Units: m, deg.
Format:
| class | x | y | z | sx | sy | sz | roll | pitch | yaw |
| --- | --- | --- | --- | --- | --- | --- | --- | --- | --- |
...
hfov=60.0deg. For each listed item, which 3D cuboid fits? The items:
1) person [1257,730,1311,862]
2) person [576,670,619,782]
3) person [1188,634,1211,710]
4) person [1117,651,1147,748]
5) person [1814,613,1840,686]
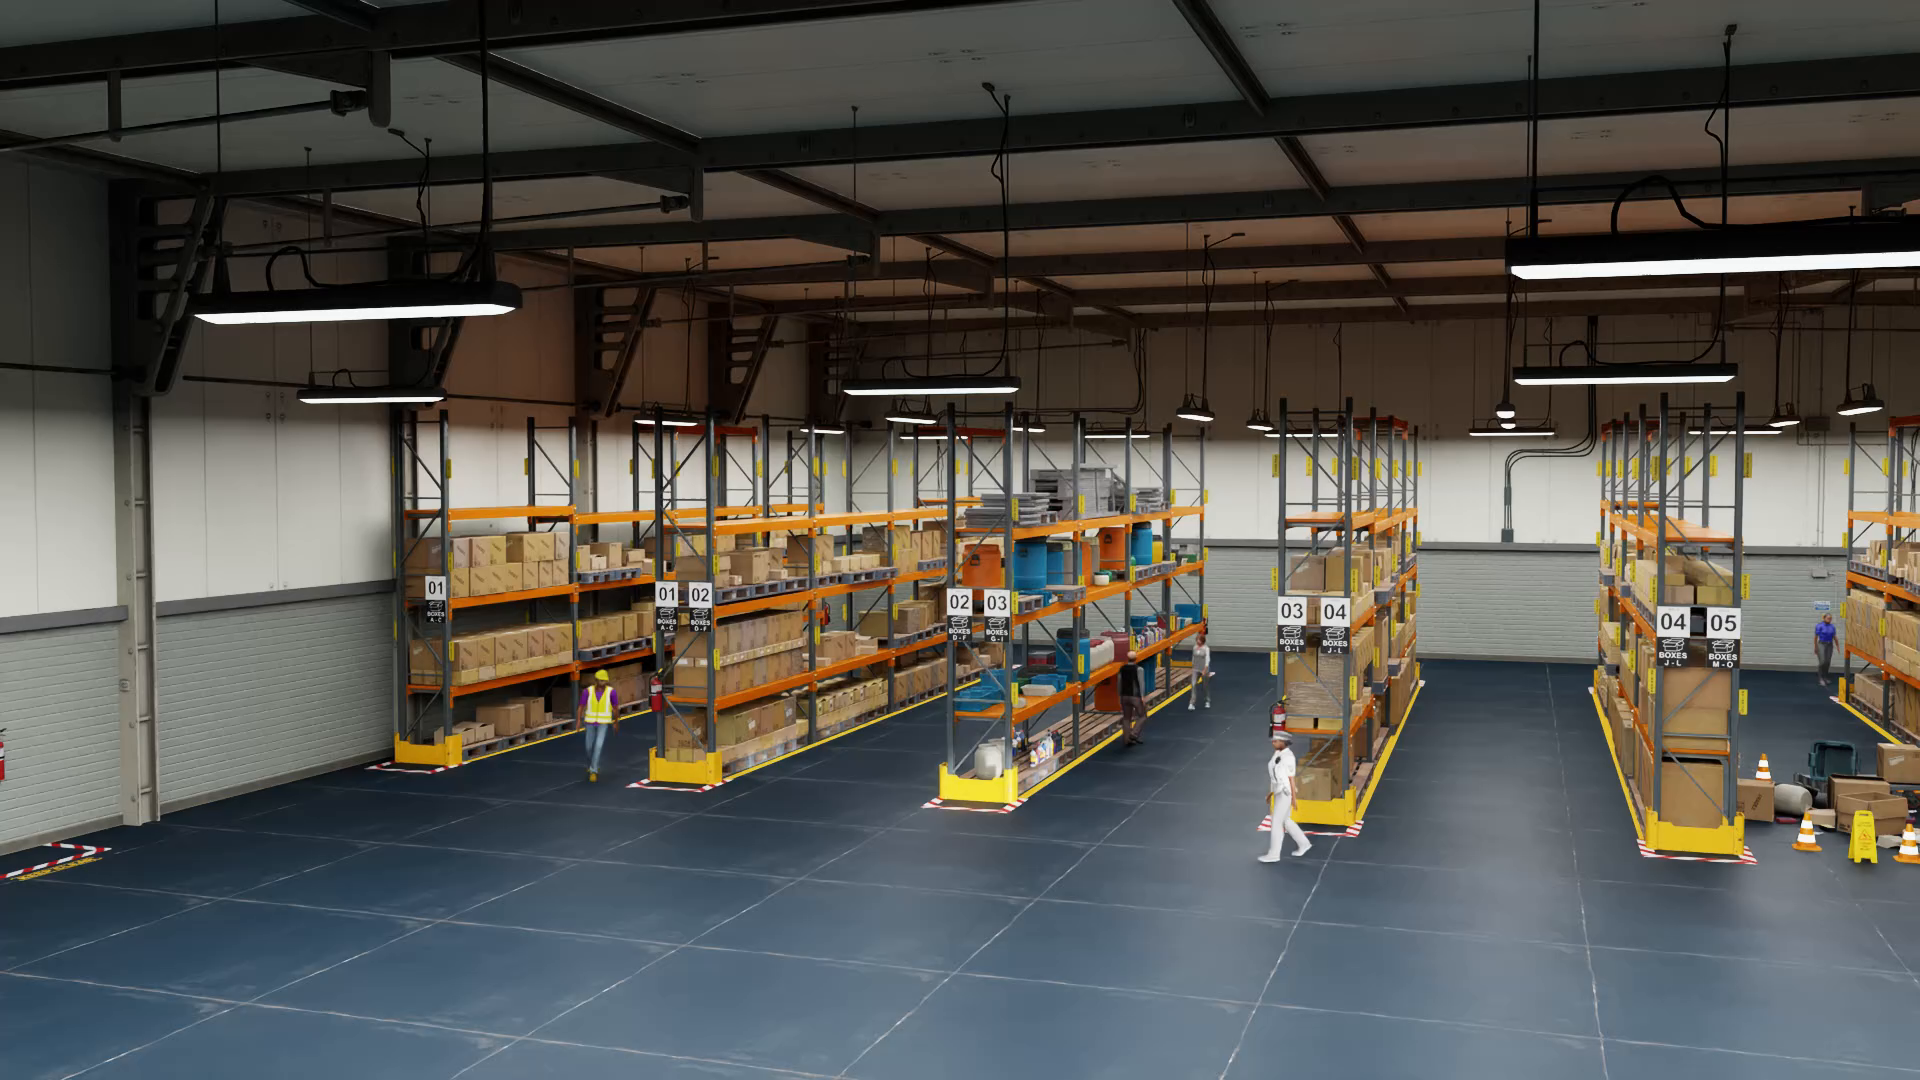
| class | x | y | z | sx | sy | sz | roll | pitch | yaw |
| --- | --- | --- | --- | --- | --- | --- | --- | --- | --- |
| person | 4.157 | 3.252 | 21.267 | 0.790 | 1.649 | 0.427 | 0 | 2 | -6 |
| person | -5.876 | 2.984 | 26.966 | 0.656 | 1.756 | 0.800 | 0 | 2 | -7 |
| person | 4.964 | 2.727 | 34.440 | 0.432 | 1.552 | 0.903 | 1 | 3 | 29 |
| person | 3.085 | 2.853 | 29.872 | 0.571 | 1.709 | 0.465 | 2 | 3 | 35 |
| person | 20.104 | 2.543 | 38.602 | 0.499 | 1.723 | 0.477 | 0 | 2 | -4 |
